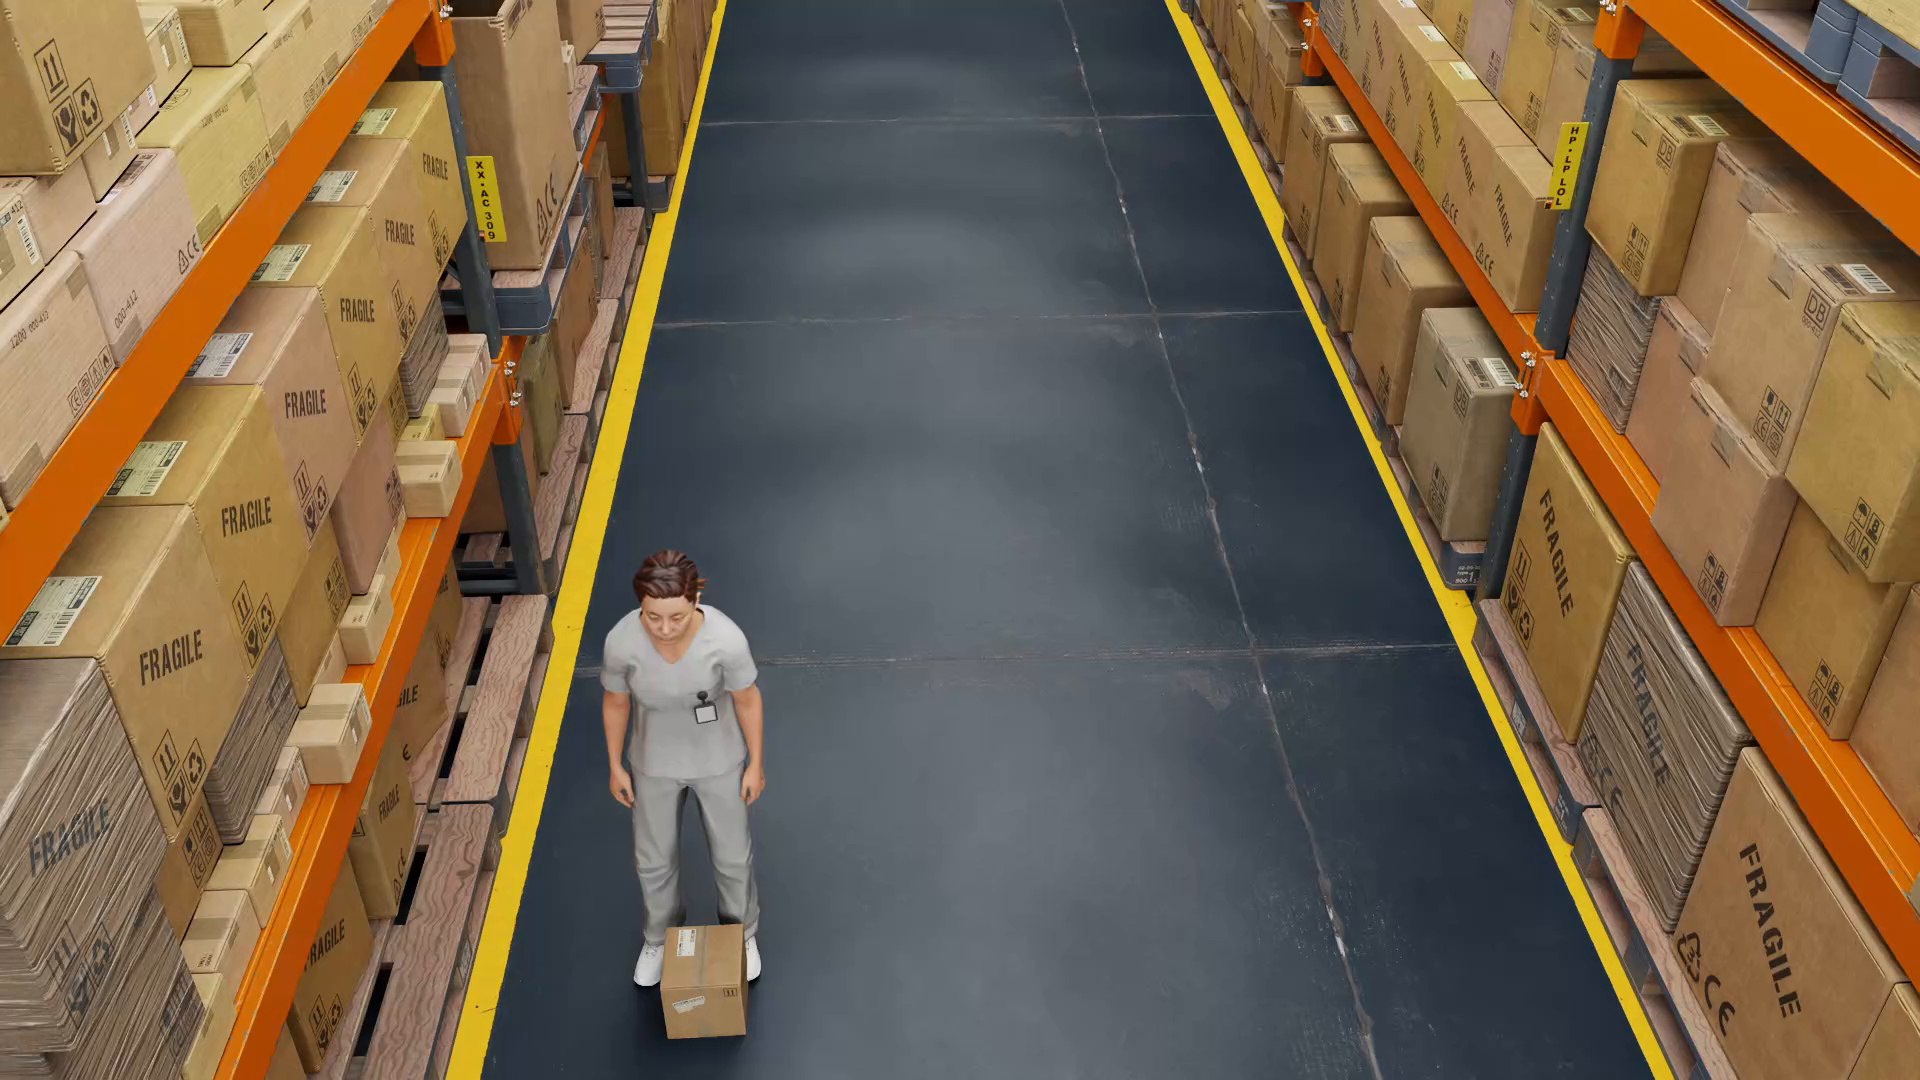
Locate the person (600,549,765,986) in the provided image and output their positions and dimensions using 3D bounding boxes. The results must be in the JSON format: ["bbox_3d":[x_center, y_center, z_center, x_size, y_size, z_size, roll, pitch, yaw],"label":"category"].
[{"bbox_3d":[-0.844,0.702,5.157,0.487,1.673,0.357,-1,35,-2],"label":"person"}]
